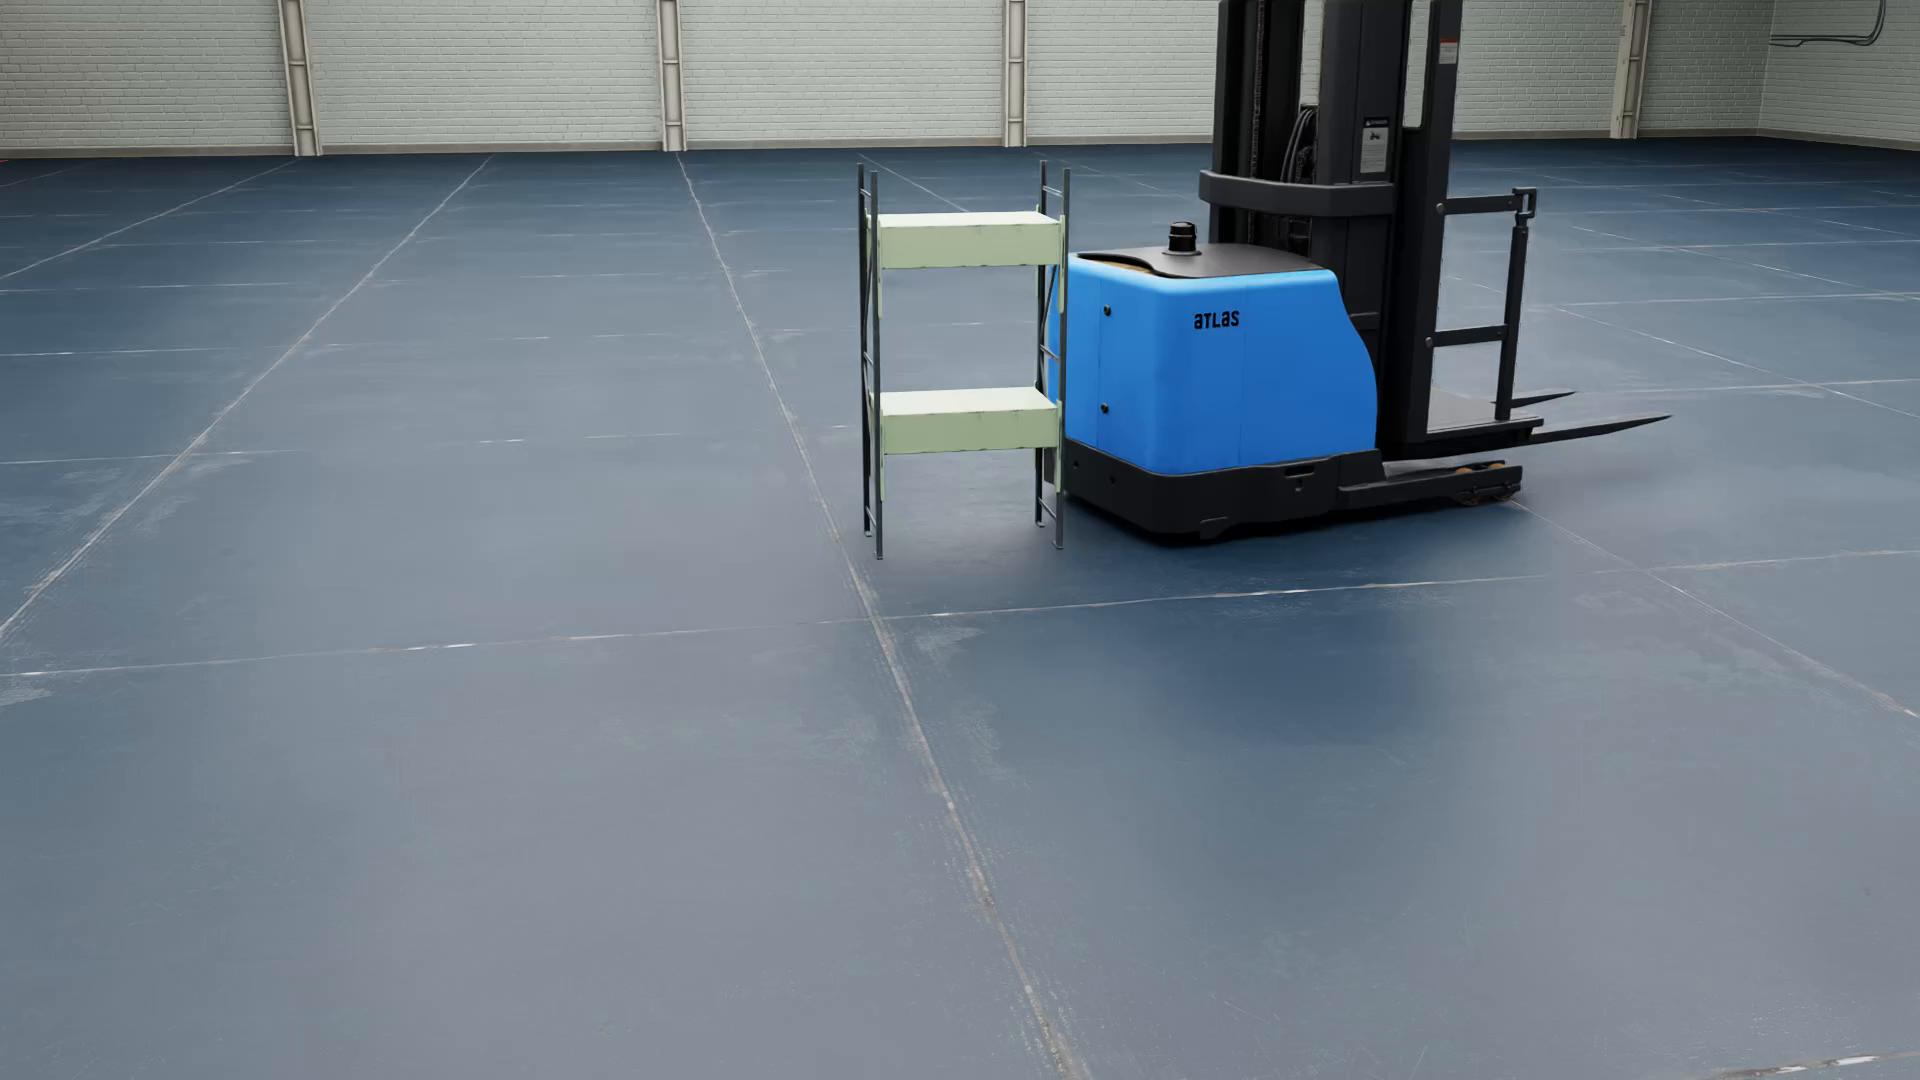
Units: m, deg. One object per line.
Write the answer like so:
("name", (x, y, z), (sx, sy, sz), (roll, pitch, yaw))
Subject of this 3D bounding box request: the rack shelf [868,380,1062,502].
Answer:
("rack shelf", (0.007, -0.406, 6.689), (0.720, 0.370, 0.431), (-3, 17, -10))

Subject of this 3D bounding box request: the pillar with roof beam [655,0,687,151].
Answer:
("pillar with roof beam", (-4.108, -9.790, 23.360), (0.400, 9.000, 9.100), (-3, 17, -10))

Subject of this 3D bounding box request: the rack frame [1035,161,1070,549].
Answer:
("rack frame", (0.366, -0.738, 6.659), (0.023, 1.500, 0.400), (-3, 17, -10))

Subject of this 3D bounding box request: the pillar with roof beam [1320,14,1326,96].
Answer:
("pillar with roof beam", (7.674, -10.458, 25.536), (0.400, 9.000, 9.100), (-3, 17, -10))

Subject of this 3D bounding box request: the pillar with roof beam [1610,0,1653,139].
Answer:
("pillar with roof beam", (13.565, -10.793, 26.624), (0.400, 9.000, 9.100), (-3, 17, -10))

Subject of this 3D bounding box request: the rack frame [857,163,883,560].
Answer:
("rack frame", (-0.353, -0.697, 6.526), (0.023, 1.500, 0.400), (-3, 17, -10))

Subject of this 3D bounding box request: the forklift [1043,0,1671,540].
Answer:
("forklift", (1.925, -1.680, 7.290), (3.031, 2.935, 1.130), (-8, 19, -25))

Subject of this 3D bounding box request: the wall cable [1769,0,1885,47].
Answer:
("wall cable", (15.892, -10.332, 30.413), (0.112, 2.526, 3.097), (-3, 17, -10))

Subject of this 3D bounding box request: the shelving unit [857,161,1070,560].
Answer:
("shelving unit", (0.007, -0.717, 6.593), (0.755, 1.500, 0.431), (-3, 17, -10))

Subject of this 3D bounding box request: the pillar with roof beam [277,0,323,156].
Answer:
("pillar with roof beam", (-9.999, -9.456, 22.272), (0.400, 9.000, 9.100), (-3, 17, -10))

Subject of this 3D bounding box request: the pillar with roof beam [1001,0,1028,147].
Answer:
("pillar with roof beam", (1.783, -10.124, 24.448), (0.400, 9.000, 9.100), (-3, 17, -10))

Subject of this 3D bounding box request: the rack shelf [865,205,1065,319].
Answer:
("rack shelf", (0.007, -1.090, 6.478), (0.720, 0.370, 0.431), (-3, 17, -10))
